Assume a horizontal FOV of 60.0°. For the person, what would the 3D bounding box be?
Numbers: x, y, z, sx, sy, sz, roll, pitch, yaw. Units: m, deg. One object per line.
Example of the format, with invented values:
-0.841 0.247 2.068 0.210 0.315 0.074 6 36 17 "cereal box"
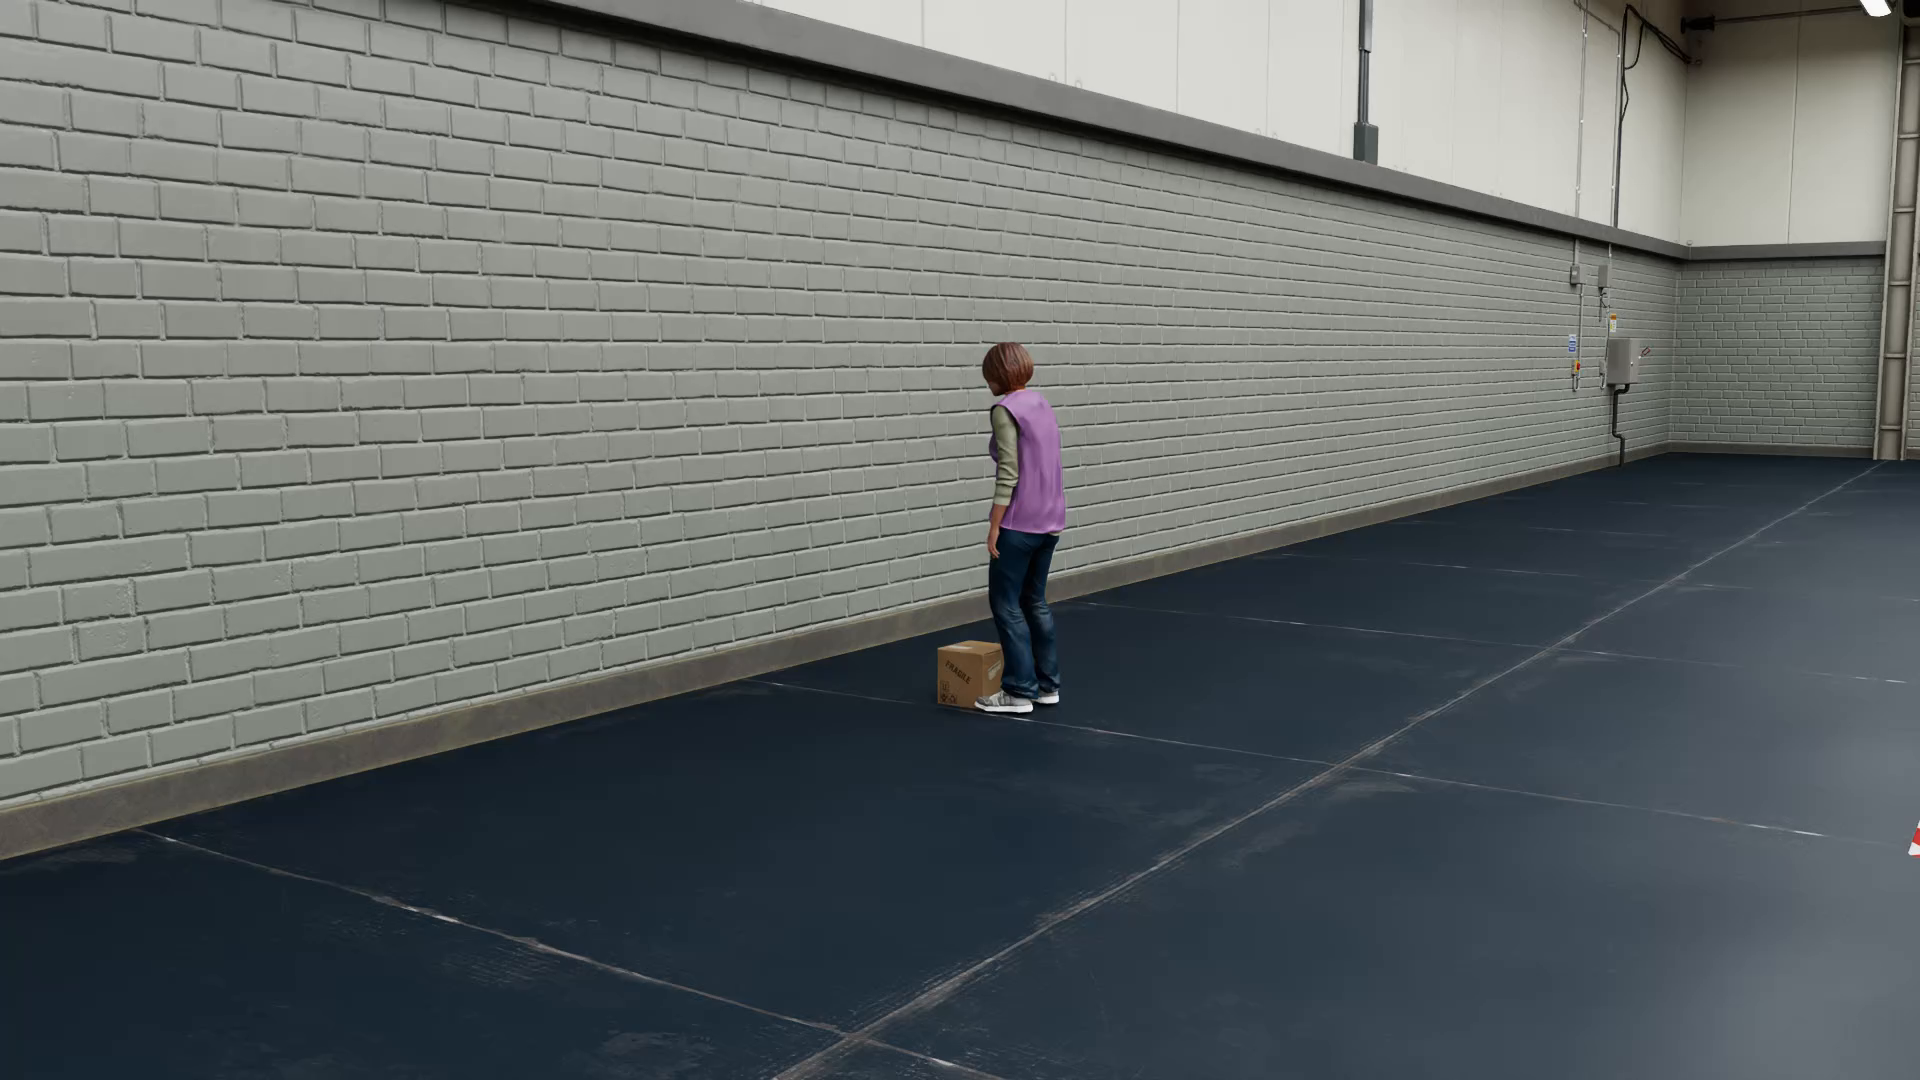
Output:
0.269 -0.053 7.169 0.346 1.590 0.474 4 8 34 "person"
